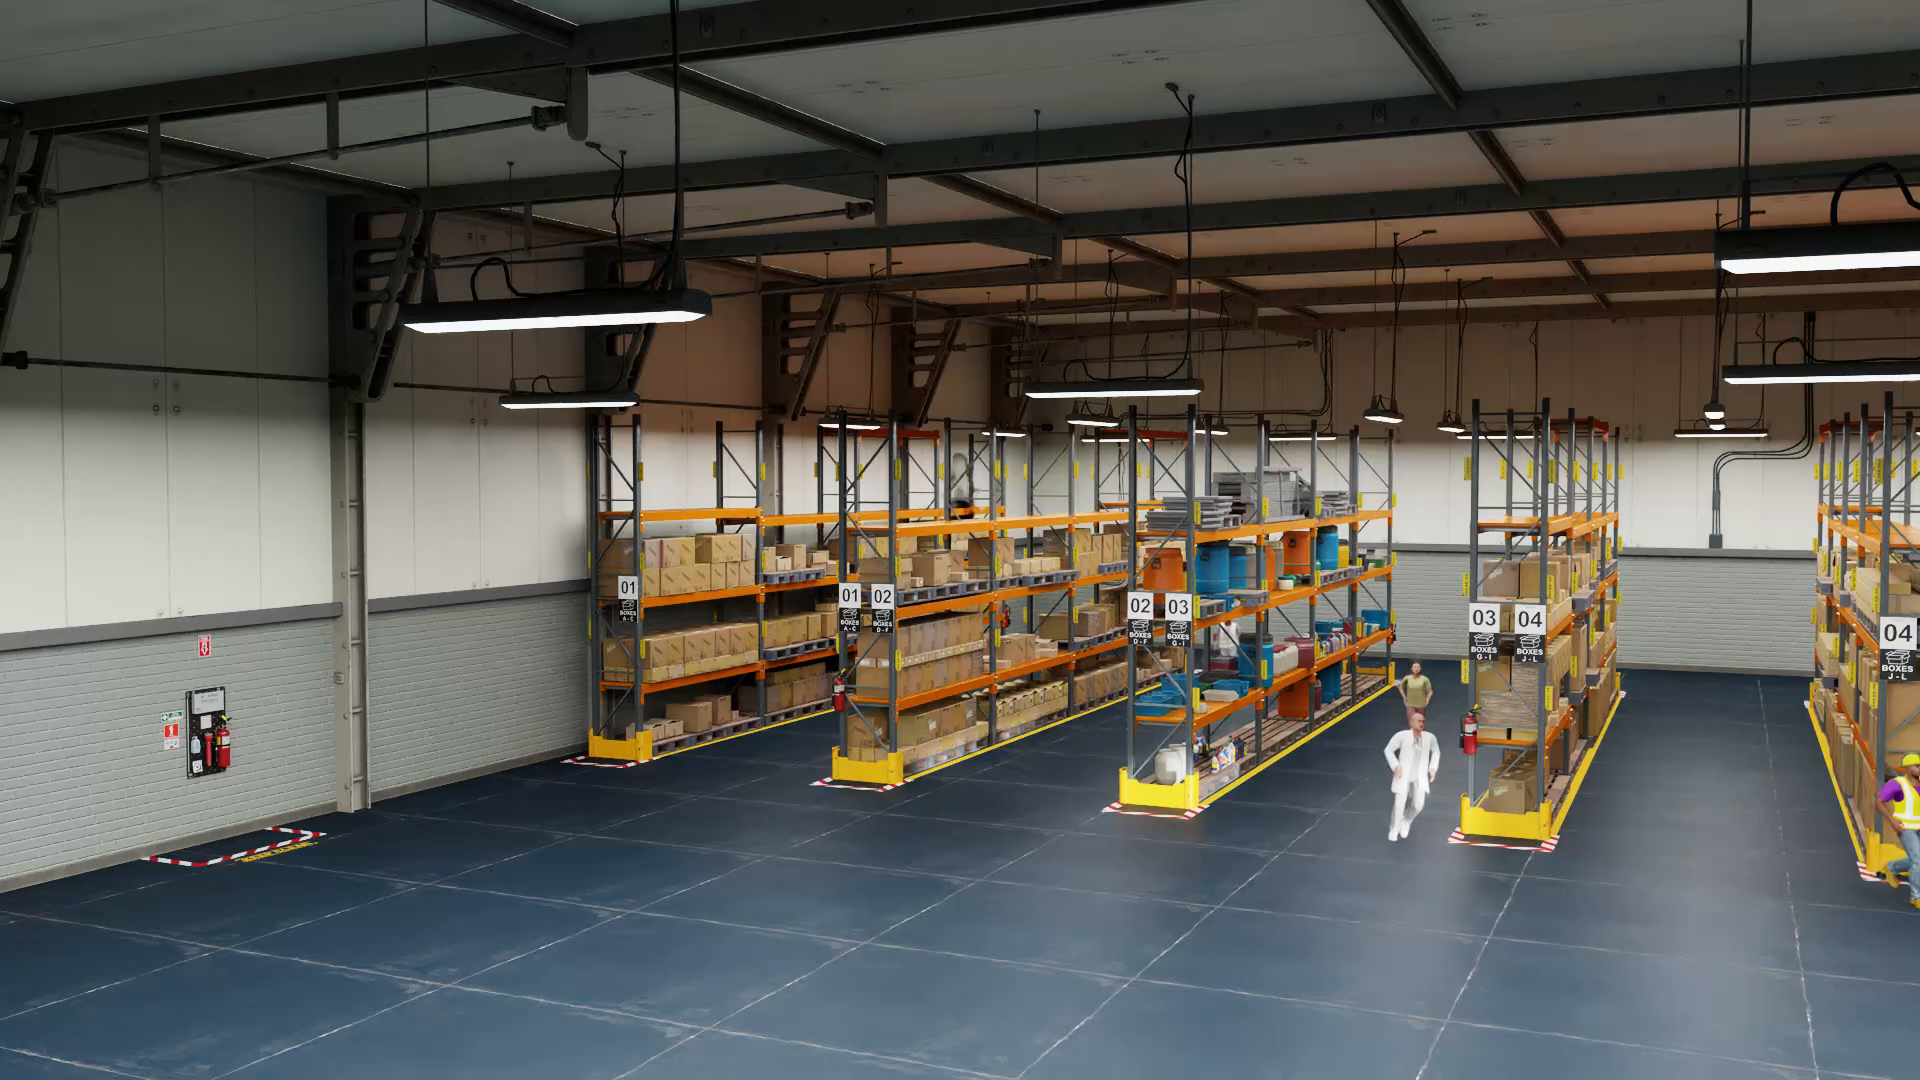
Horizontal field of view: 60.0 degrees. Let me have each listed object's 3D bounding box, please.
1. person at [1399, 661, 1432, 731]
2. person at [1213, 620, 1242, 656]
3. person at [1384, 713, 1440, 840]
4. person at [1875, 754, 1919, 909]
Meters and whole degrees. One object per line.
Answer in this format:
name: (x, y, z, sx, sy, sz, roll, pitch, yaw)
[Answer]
person: (8.121, 2.974, 29.646, 0.580, 1.649, 0.747, 1, 2, 15)
person: (6.307, 2.538, 39.149, 0.698, 1.737, 0.617, 0, 2, 11)
person: (6.153, 3.214, 22.559, 0.776, 1.722, 0.579, 0, 2, 4)
person: (11.022, 3.346, 19.336, 0.728, 1.747, 0.803, -1, 2, -14)
